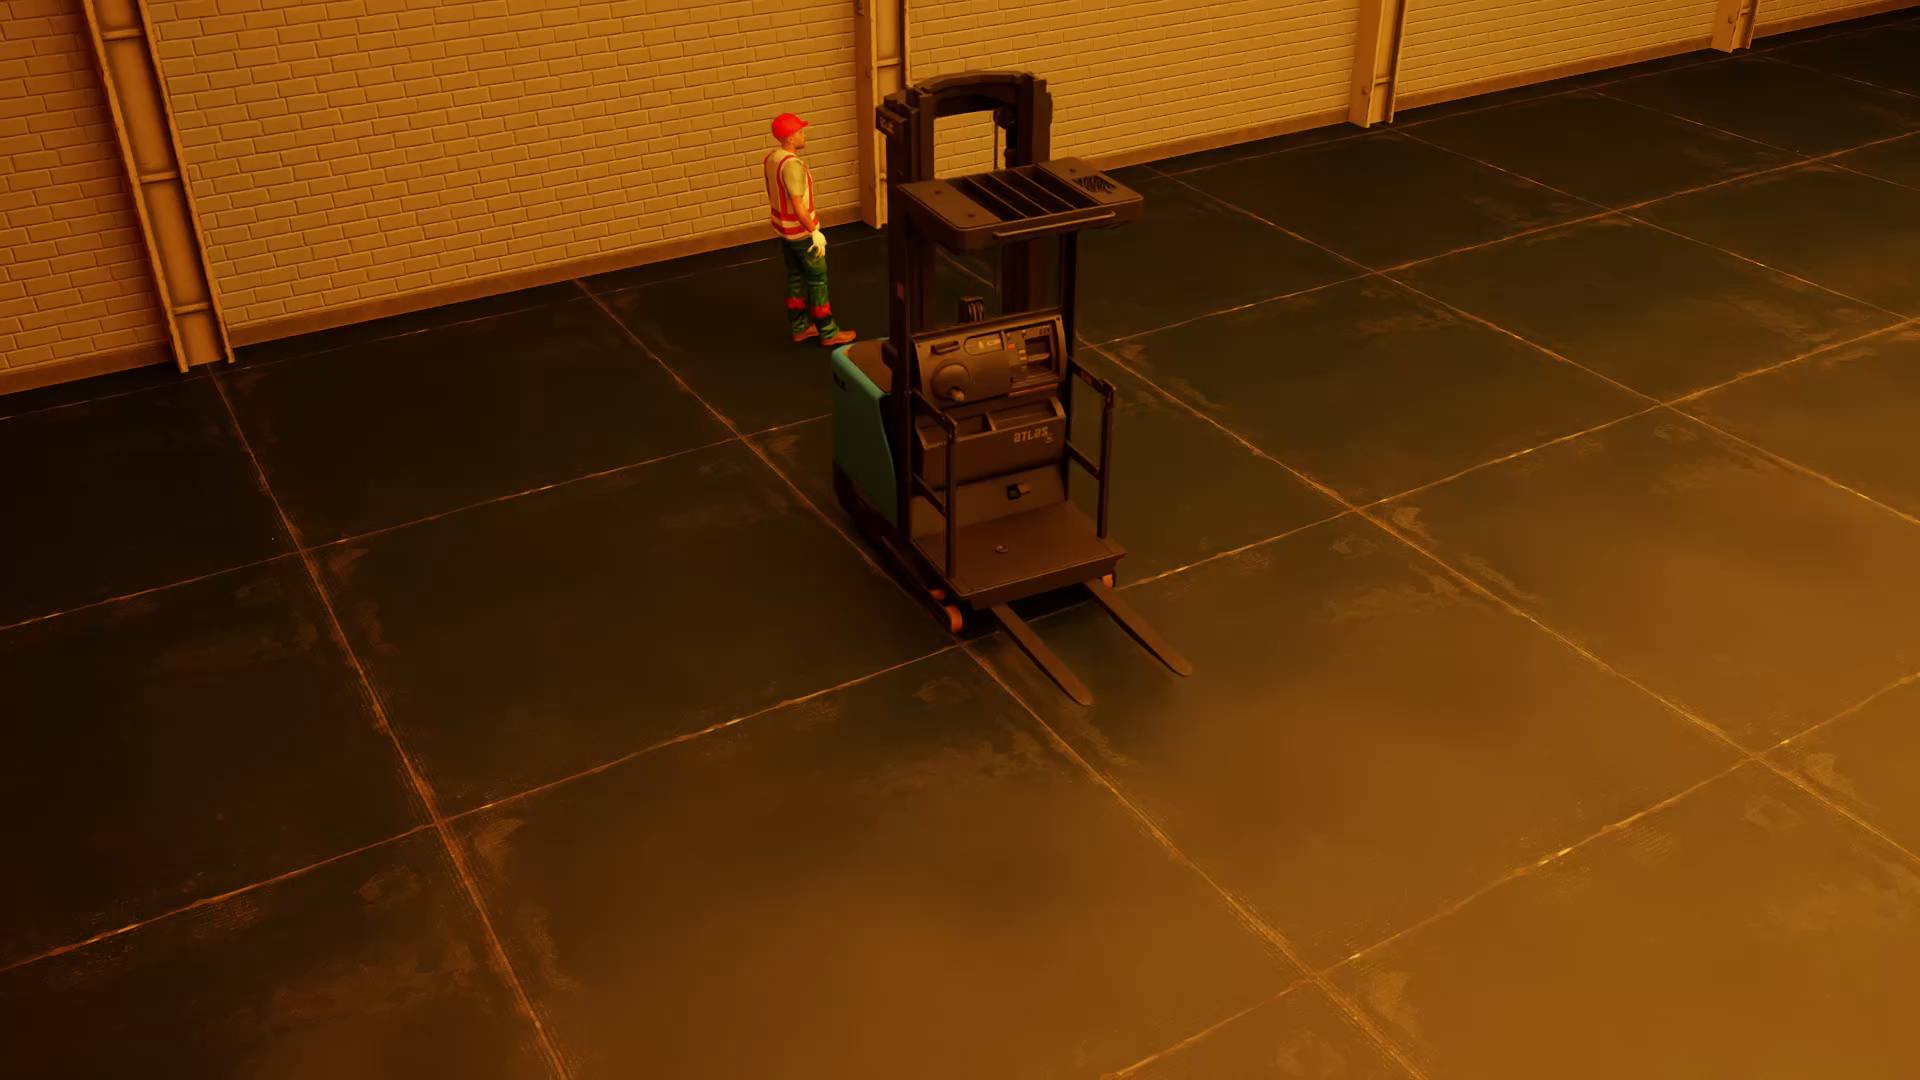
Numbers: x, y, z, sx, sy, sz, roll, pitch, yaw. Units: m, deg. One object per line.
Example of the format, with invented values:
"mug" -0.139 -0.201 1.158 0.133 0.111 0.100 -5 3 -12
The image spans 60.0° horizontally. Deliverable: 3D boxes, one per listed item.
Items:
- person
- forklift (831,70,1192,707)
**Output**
"person" -1.160 -2.376 12.724 0.550 1.794 0.687 -17 35 -26
"forklift" 0.275 -0.977 9.279 1.130 2.935 3.031 -14 34 -22
